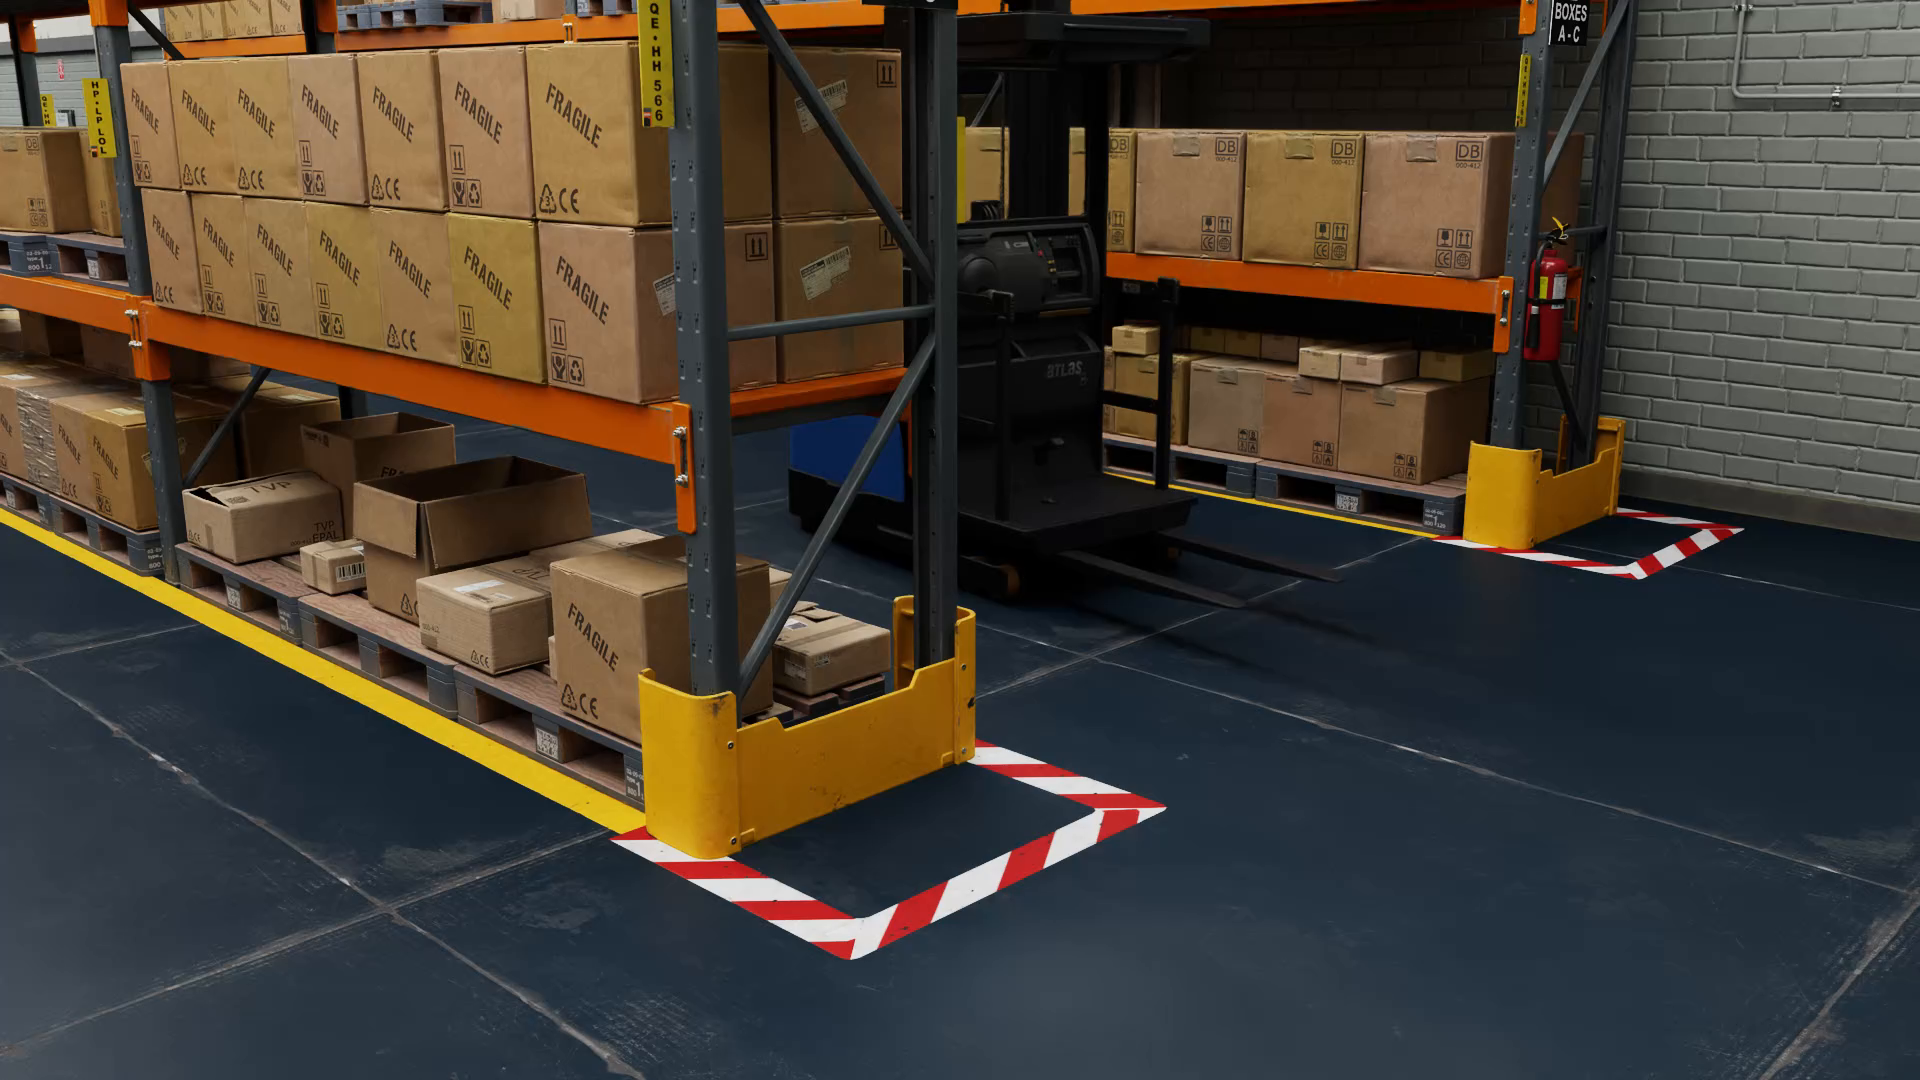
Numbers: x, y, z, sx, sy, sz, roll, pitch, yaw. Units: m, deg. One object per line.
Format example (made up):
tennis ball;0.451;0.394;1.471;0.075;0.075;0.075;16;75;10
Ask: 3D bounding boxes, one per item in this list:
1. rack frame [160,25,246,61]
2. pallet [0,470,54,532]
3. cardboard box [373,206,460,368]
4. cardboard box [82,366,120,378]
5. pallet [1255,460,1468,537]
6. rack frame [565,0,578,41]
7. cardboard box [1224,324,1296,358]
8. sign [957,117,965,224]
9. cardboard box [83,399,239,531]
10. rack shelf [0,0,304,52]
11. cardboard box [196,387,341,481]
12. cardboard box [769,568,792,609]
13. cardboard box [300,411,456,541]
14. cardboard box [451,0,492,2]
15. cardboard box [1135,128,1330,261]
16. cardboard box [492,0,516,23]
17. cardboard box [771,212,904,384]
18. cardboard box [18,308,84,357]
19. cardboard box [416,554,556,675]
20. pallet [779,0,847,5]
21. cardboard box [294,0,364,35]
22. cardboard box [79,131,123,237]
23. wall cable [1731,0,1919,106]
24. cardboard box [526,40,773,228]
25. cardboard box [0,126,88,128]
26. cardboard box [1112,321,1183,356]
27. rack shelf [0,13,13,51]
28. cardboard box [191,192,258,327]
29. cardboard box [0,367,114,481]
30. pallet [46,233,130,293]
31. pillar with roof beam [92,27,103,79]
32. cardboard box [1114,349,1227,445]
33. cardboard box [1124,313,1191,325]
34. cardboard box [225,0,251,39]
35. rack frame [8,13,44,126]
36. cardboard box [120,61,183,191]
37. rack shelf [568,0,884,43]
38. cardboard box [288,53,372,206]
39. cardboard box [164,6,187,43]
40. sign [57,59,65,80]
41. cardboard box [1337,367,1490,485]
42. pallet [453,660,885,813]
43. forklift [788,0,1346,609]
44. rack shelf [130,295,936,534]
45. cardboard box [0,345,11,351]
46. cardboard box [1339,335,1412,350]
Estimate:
rack frame;-8.479;-4.334;19.118;0.127;3.000;1.000;14;20;42
pallet;-4.770;-0.334;9.295;1.213;0.211;1.003;14;20;42
cardboard box;-1.639;-0.890;5.701;0.500;0.500;0.500;14;20;43
cardboard box;-4.565;-0.735;9.390;0.500;0.500;0.500;13;19;40
pallet;2.409;-0.310;9.205;1.213;0.211;1.003;14;20;42
rack frame;-2.720;-2.934;13.744;0.127;3.000;1.000;14;20;42
cardboard box;1.781;-1.182;9.857;0.250;0.149;0.380;14;20;43
sign;-0.020;-1.152;5.186;0.005;0.325;0.100;14;20;42
cardboard box;-3.830;-0.372;7.996;0.500;0.500;0.500;14;20;42
rack shelf;-4.716;-2.788;8.660;4.000;0.370;1.077;14;20;42
cardboard box;-3.455;-0.467;8.359;0.500;0.500;0.500;13;19;40
cardboard box;-0.951;0.249;6.107;0.500;0.250;0.500;14;20;42
cardboard box;-2.669;-0.289;7.679;0.500;0.500;0.500;14;20;42
cardboard box;-4.373;-5.011;14.736;0.500;0.500;0.500;13;19;40
cardboard box;1.591;-2.027;9.668;0.700;0.700;0.980;12;19;40
cardboard box;-3.589;-4.689;14.286;0.797;0.503;0.637;-11;18;-37
cardboard box;-0.533;-0.808;5.387;0.500;0.500;0.500;-14;20;-43
cardboard box;-5.276;-1.270;9.956;0.500;0.250;0.500;-14;20;-42
cardboard box;-1.622;0.261;6.061;0.500;0.250;0.500;14;20;42
pallet;-0.535;-3.745;11.285;1.217;0.209;0.805;13;19;40
cardboard box;-6.136;-5.188;16.206;0.500;0.500;0.500;-14;20;-43
cardboard box;-4.001;-1.818;8.430;0.700;0.500;0.500;-11;18;-35
wall cable;4.618;-1.973;8.042;1.851;1.984;0.084;14;20;42
cardboard box;-0.908;-1.195;4.886;0.500;0.500;0.500;13;20;42
cardboard box;-5.624;-2.196;9.881;0.500;0.500;0.700;7;16;24
cardboard box;1.123;-1.208;9.957;0.250;0.149;0.380;13;19;41
rack shelf;-7.595;-3.488;11.347;4.000;0.370;1.077;14;20;42
cardboard box;-2.727;-1.155;6.718;0.500;0.500;0.500;14;20;43
cardboard box;-4.909;-0.636;9.011;0.500;0.500;0.500;13;19;40
pallet;-3.775;-1.401;8.241;1.213;0.211;1.003;14;20;42
pillar with roof beam;-14.682;-7.541;19.525;0.400;9.000;9.100;14;20;42
cardboard box;1.354;-0.900;10.060;0.700;0.500;0.500;-14;20;-43
cardboard box;1.231;-1.316;10.371;0.250;0.149;0.380;13;19;40
cardboard box;-7.273;-5.459;17.249;0.500;0.500;0.500;-13;19;-41
rack frame;-6.155;-2.034;10.291;0.127;3.000;1.000;14;20;42
cardboard box;-3.132;-1.733;6.953;0.500;0.500;0.500;-14;20;-43
rack shelf;-1.280;-3.688;12.113;4.000;0.370;1.077;14;20;42
cardboard box;-2.018;-1.463;5.915;0.500;0.500;0.500;-14;20;-42
cardboard box;-8.412;-5.740;18.325;0.500;0.500;0.500;-14;20;-43
sign;-13.383;-7.000;24.749;0.199;0.298;0.001;14;20;42
cardboard box;2.466;-0.632;9.034;0.500;0.500;0.700;14;20;42
pallet;-1.026;0.563;5.855;1.213;0.211;1.003;14;20;42
forklift;0.410;-1.287;7.559;1.130;2.935;3.031;-11;18;-37
rack shelf;-1.836;-0.636;6.352;4.000;0.370;1.077;14;20;42
cardboard box;-6.026;-0.906;10.046;0.500;0.500;0.500;-13;20;-42
cardboard box;2.329;-1.049;9.347;0.250;0.149;0.380;14;20;42
